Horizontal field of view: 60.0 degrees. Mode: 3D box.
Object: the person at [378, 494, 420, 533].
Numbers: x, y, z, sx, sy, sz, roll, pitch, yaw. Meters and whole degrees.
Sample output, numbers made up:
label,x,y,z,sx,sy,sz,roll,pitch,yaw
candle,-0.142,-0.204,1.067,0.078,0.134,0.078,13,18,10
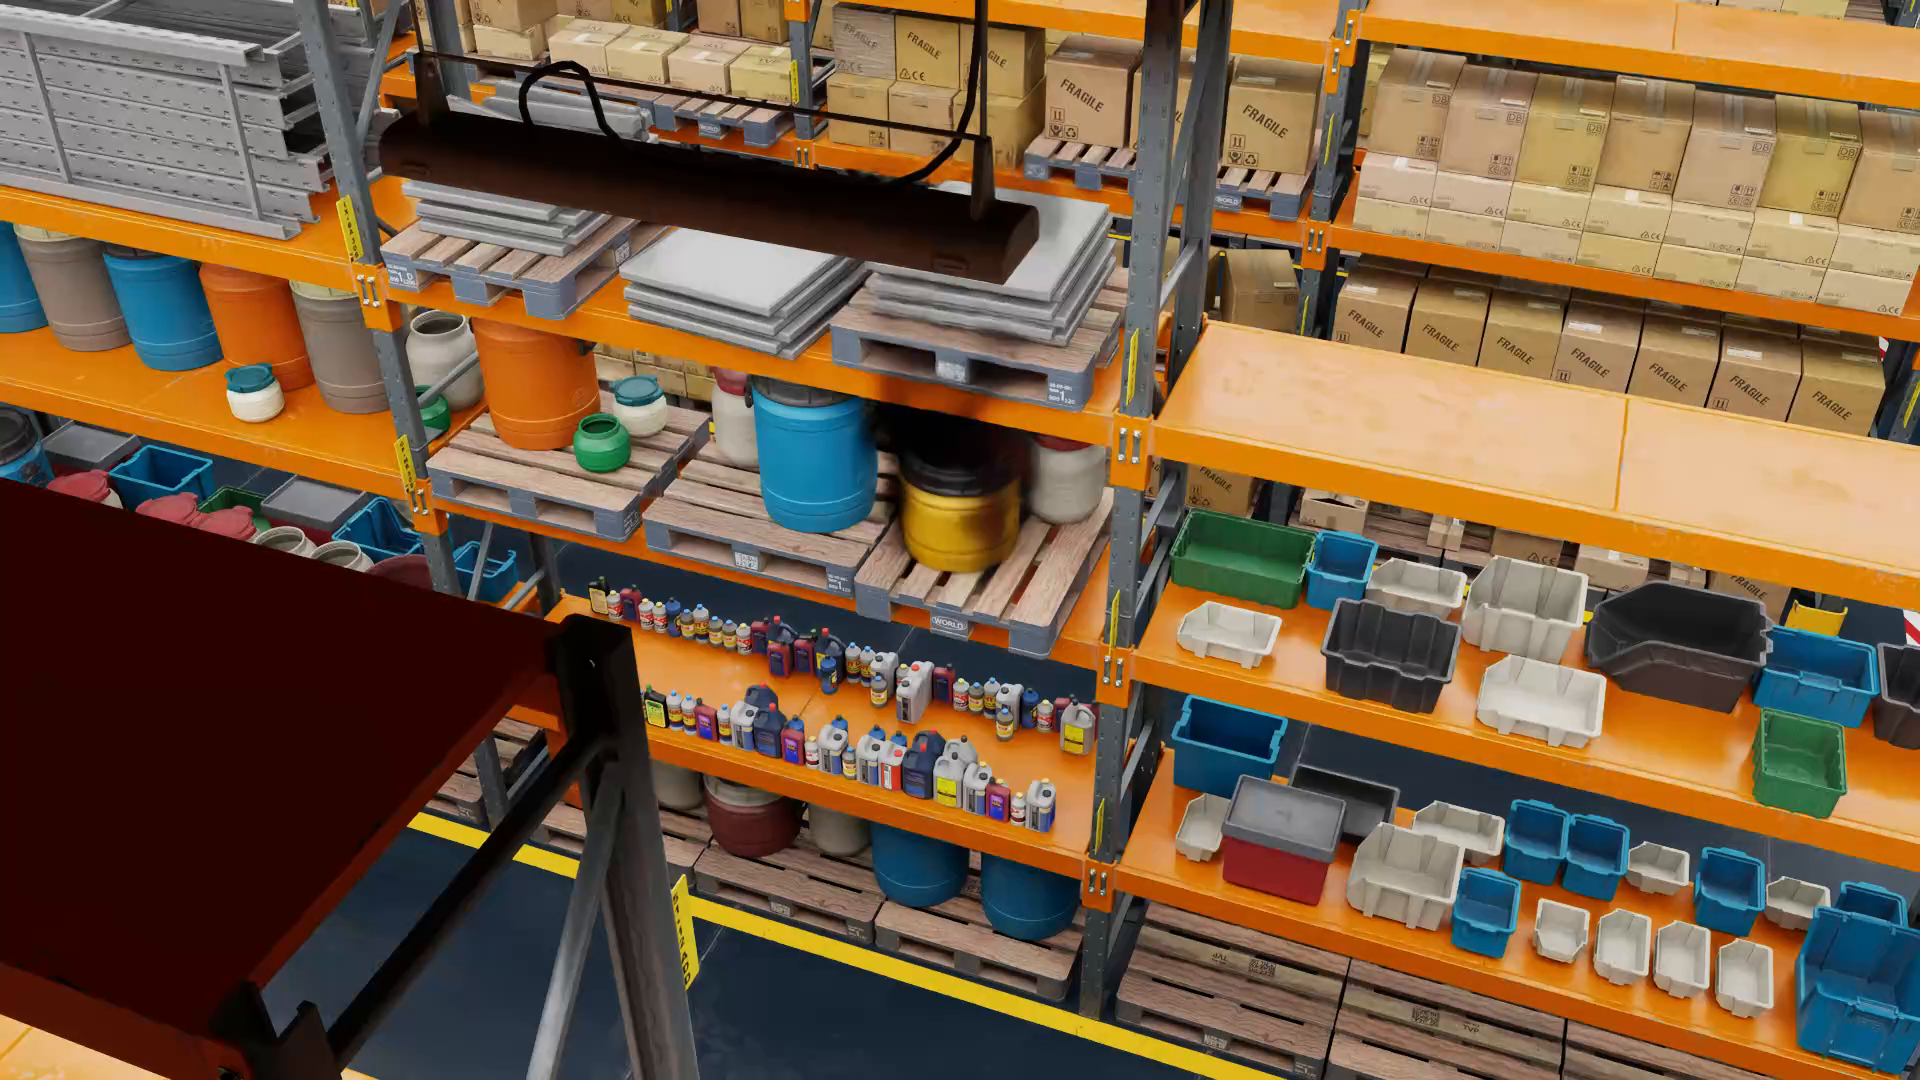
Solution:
label,x,y,z,sx,sy,sz,roll,pitch,yaw
person,-4.505,-0.753,12.940,0.597,1.739,0.675,6,37,8
